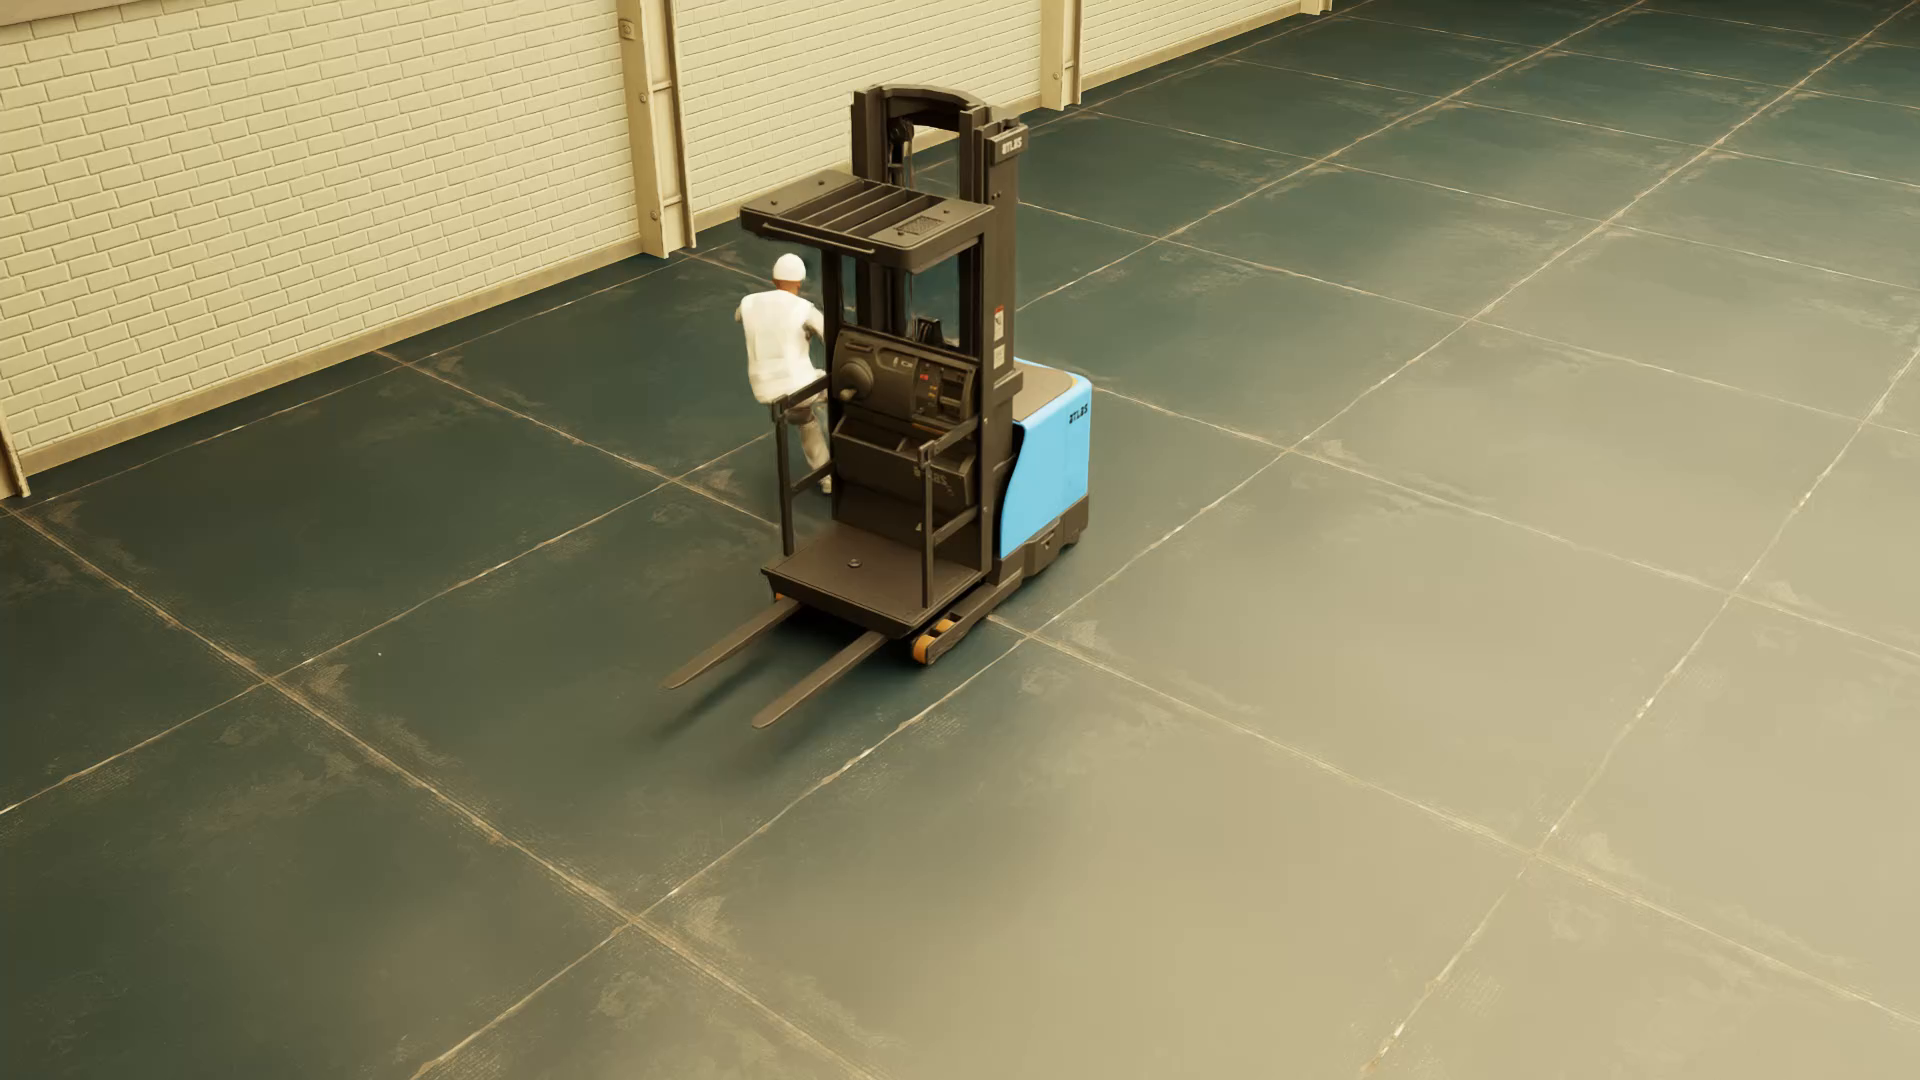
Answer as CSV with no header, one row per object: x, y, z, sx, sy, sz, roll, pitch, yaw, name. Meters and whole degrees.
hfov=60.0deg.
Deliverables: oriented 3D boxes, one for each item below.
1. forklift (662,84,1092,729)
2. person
-0.436,-0.842,9.036,1.130,2.935,3.031,19,35,29,forklift
-0.970,-1.129,10.935,1.085,1.530,0.946,5,31,8,person
